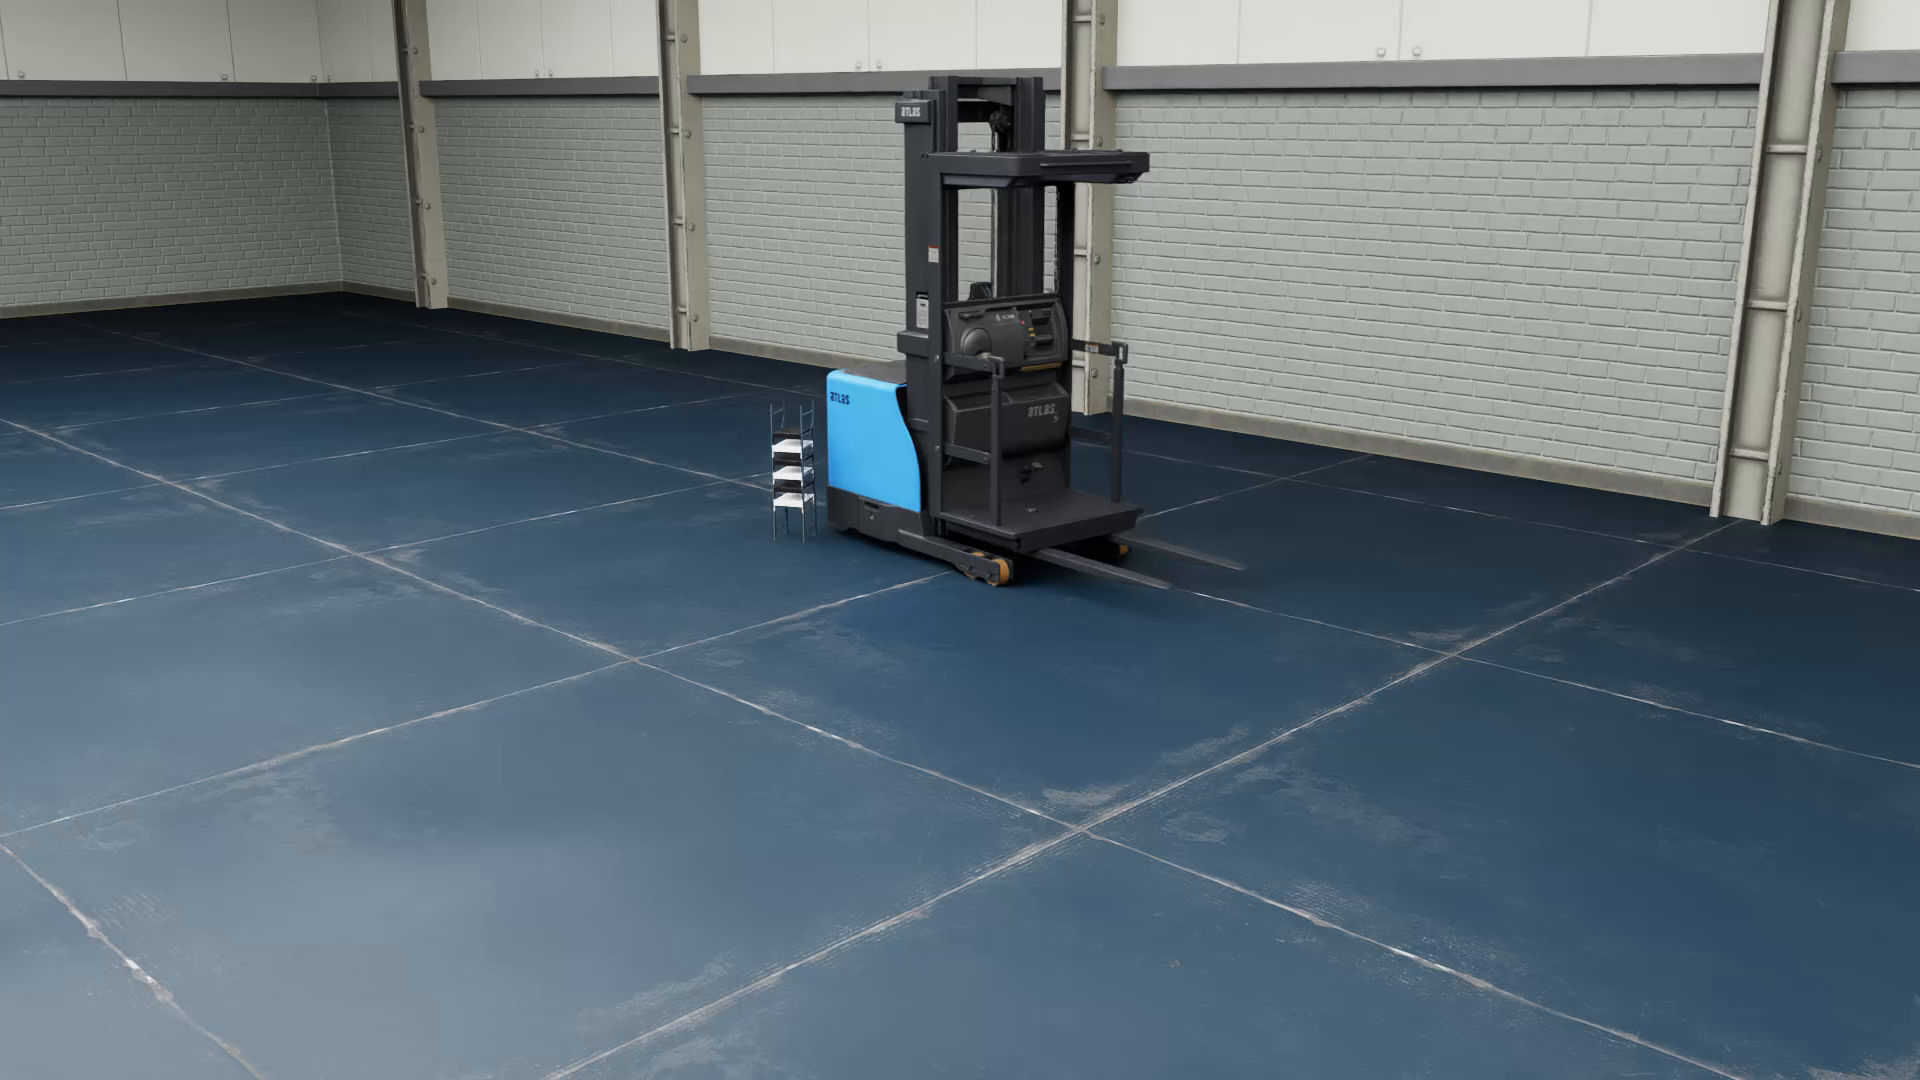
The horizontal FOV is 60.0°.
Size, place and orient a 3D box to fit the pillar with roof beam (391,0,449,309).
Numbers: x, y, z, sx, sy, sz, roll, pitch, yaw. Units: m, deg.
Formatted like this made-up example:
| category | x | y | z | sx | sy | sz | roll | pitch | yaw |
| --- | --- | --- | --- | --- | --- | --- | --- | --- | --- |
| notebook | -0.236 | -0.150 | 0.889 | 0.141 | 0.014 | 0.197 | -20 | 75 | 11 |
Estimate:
| category | x | y | z | sx | sy | sz | roll | pitch | yaw |
| --- | --- | --- | --- | --- | --- | --- | --- | --- | --- |
| pillar with roof beam | -10.480 | -6.885 | 19.509 | 0.400 | 9.000 | 9.100 | 14 | 20 | 42 |

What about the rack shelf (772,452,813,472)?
| category | x | y | z | sx | sy | sz | roll | pitch | yaw |
| --- | --- | --- | --- | --- | --- | --- | --- | --- | --- |
| rack shelf | -1.087 | -0.510 | 10.881 | 0.200 | 0.077 | 0.258 | 4 | 15 | 15 |

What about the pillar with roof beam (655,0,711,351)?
| category | x | y | z | sx | sy | sz | roll | pitch | yaw |
| --- | --- | --- | --- | --- | --- | --- | --- | --- | --- |
| pillar with roof beam | -6.161 | -5.835 | 15.478 | 0.400 | 9.000 | 9.100 | 14 | 20 | 42 |

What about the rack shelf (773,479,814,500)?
| category | x | y | z | sx | sy | sz | roll | pitch | yaw |
| --- | --- | --- | --- | --- | --- | --- | --- | --- | --- |
| rack shelf | -1.087 | -0.336 | 10.927 | 0.200 | 0.077 | 0.258 | 4 | 15 | 15 |

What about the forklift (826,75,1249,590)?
| category | x | y | z | sx | sy | sz | roll | pitch | yaw |
| --- | --- | --- | --- | --- | --- | --- | --- | --- | --- |
| forklift | 0.427 | -1.285 | 10.050 | 1.130 | 2.935 | 3.031 | -12 | 19 | -38 |

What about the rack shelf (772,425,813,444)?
| category | x | y | z | sx | sy | sz | roll | pitch | yaw |
| --- | --- | --- | --- | --- | --- | --- | --- | --- | --- |
| rack shelf | -1.087 | -0.685 | 10.836 | 0.200 | 0.077 | 0.258 | 4 | 15 | 15 |

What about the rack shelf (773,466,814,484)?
| category | x | y | z | sx | sy | sz | roll | pitch | yaw |
| --- | --- | --- | --- | --- | --- | --- | --- | --- | --- |
| rack shelf | -1.087 | -0.423 | 10.904 | 0.200 | 0.077 | 0.258 | 4 | 15 | 15 |

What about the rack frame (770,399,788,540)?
| category | x | y | z | sx | sy | sz | roll | pitch | yaw |
| --- | --- | --- | --- | --- | --- | --- | --- | --- | --- |
| rack frame | -1.185 | -0.462 | 10.921 | 0.006 | 0.900 | 0.240 | 4 | 15 | 15 |

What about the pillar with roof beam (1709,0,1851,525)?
| category | x | y | z | sx | sy | sz | roll | pitch | yaw |
| --- | --- | --- | --- | --- | --- | --- | --- | --- | --- |
| pillar with roof beam | 2.478 | -3.735 | 7.418 | 0.400 | 9.000 | 9.100 | 14 | 20 | 42 |

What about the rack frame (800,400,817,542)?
| category | x | y | z | sx | sy | sz | roll | pitch | yaw |
| --- | --- | --- | --- | --- | --- | --- | --- | --- | --- |
| rack frame | -0.989 | -0.449 | 10.870 | 0.006 | 0.900 | 0.240 | 4 | 15 | 15 |

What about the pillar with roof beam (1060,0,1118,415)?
| category | x | y | z | sx | sy | sz | roll | pitch | yaw |
| --- | --- | --- | --- | --- | --- | --- | --- | --- | --- |
| pillar with roof beam | -1.842 | -4.785 | 11.448 | 0.400 | 9.000 | 9.100 | 14 | 20 | 42 |

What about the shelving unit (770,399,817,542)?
| category | x | y | z | sx | sy | sz | roll | pitch | yaw |
| --- | --- | --- | --- | --- | --- | --- | --- | --- | --- |
| shelving unit | -1.087 | -0.456 | 10.896 | 0.210 | 0.900 | 0.258 | 4 | 15 | 15 |

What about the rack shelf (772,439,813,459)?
| category | x | y | z | sx | sy | sz | roll | pitch | yaw |
| --- | --- | --- | --- | --- | --- | --- | --- | --- | --- |
| rack shelf | -1.087 | -0.597 | 10.859 | 0.200 | 0.077 | 0.258 | 4 | 15 | 15 |

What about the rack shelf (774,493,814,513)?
| category | x | y | z | sx | sy | sz | roll | pitch | yaw |
| --- | --- | --- | --- | --- | --- | --- | --- | --- | --- |
| rack shelf | -1.087 | -0.249 | 10.950 | 0.200 | 0.077 | 0.258 | 4 | 15 | 15 |
